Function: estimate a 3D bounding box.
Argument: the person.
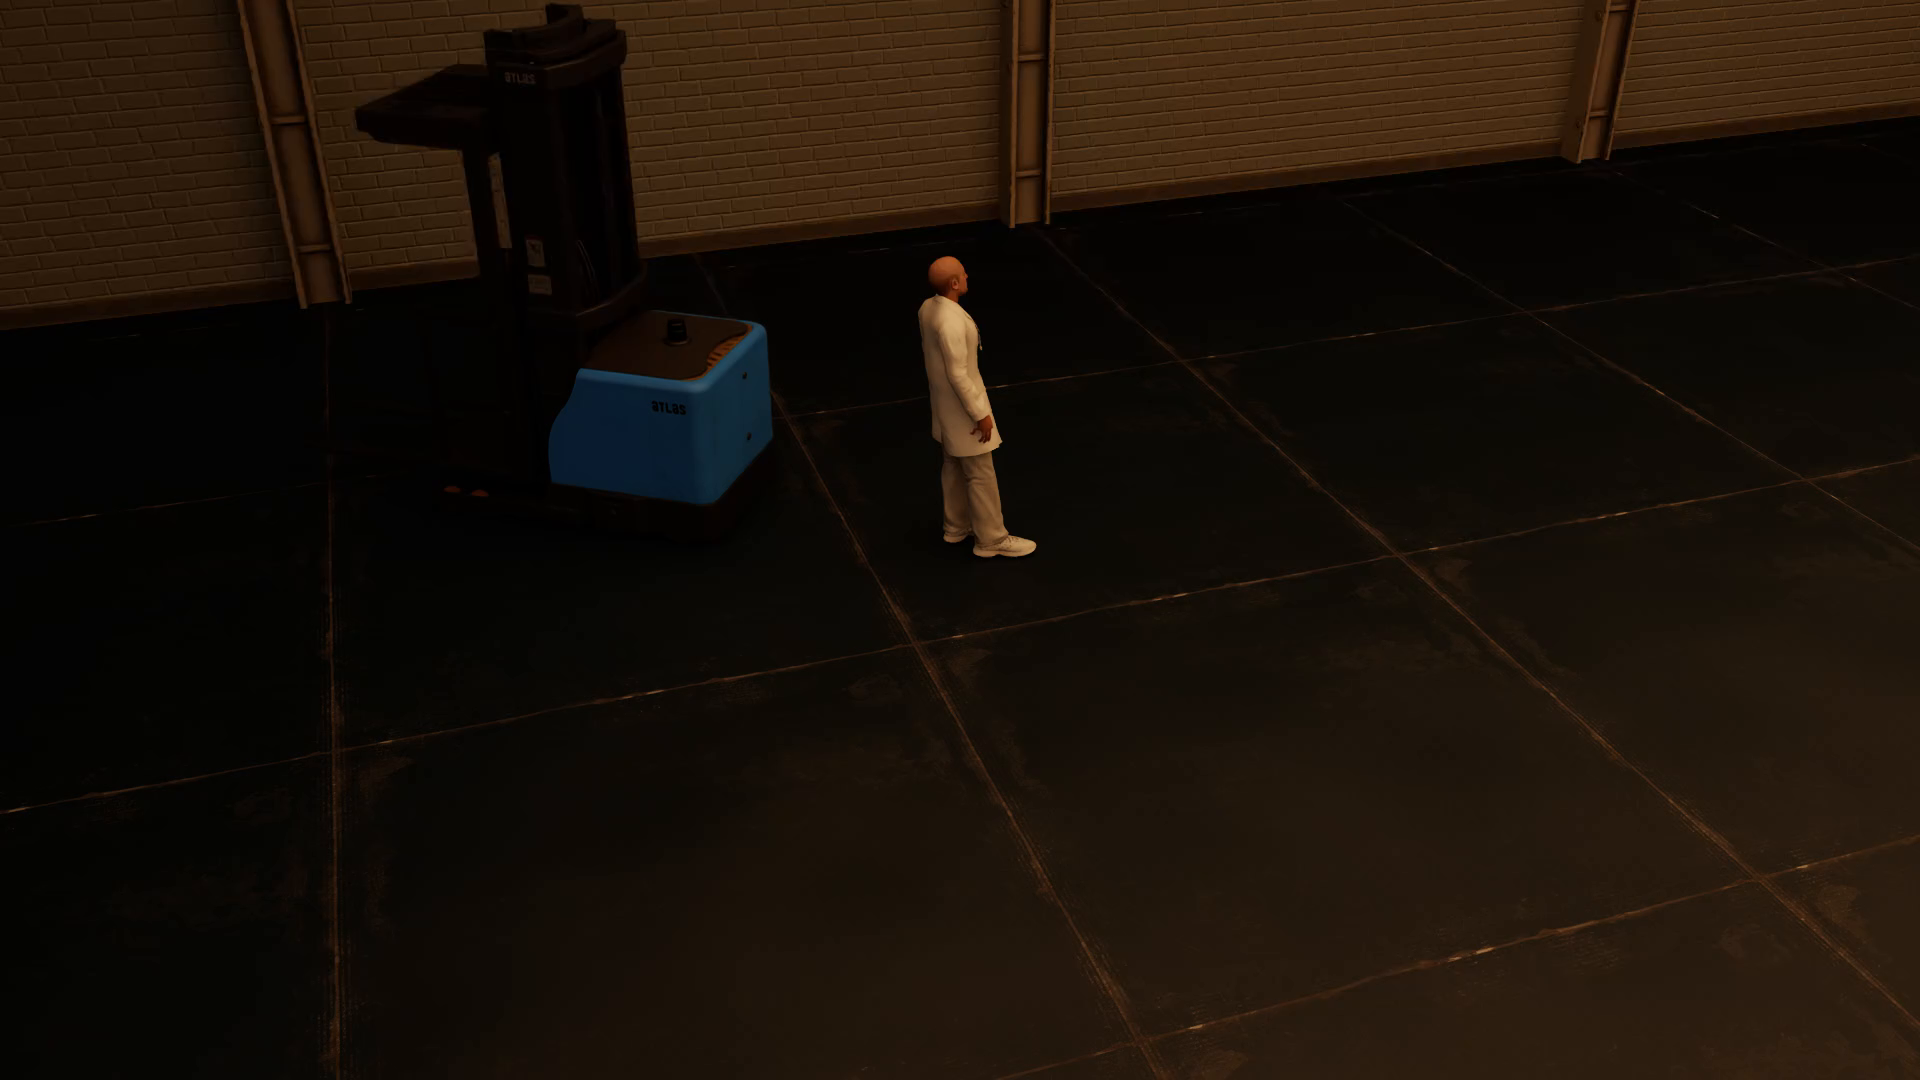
[{"bbox_3d":[0.087,-0.789,9.600,0.581,1.776,0.694,-10,31,-16],"label":"person"}]

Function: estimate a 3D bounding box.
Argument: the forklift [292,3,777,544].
[{"bbox_3d":[-2.746,-1.654,9.962,3.031,2.935,1.130,8,31,14],"label":"forklift"}]
